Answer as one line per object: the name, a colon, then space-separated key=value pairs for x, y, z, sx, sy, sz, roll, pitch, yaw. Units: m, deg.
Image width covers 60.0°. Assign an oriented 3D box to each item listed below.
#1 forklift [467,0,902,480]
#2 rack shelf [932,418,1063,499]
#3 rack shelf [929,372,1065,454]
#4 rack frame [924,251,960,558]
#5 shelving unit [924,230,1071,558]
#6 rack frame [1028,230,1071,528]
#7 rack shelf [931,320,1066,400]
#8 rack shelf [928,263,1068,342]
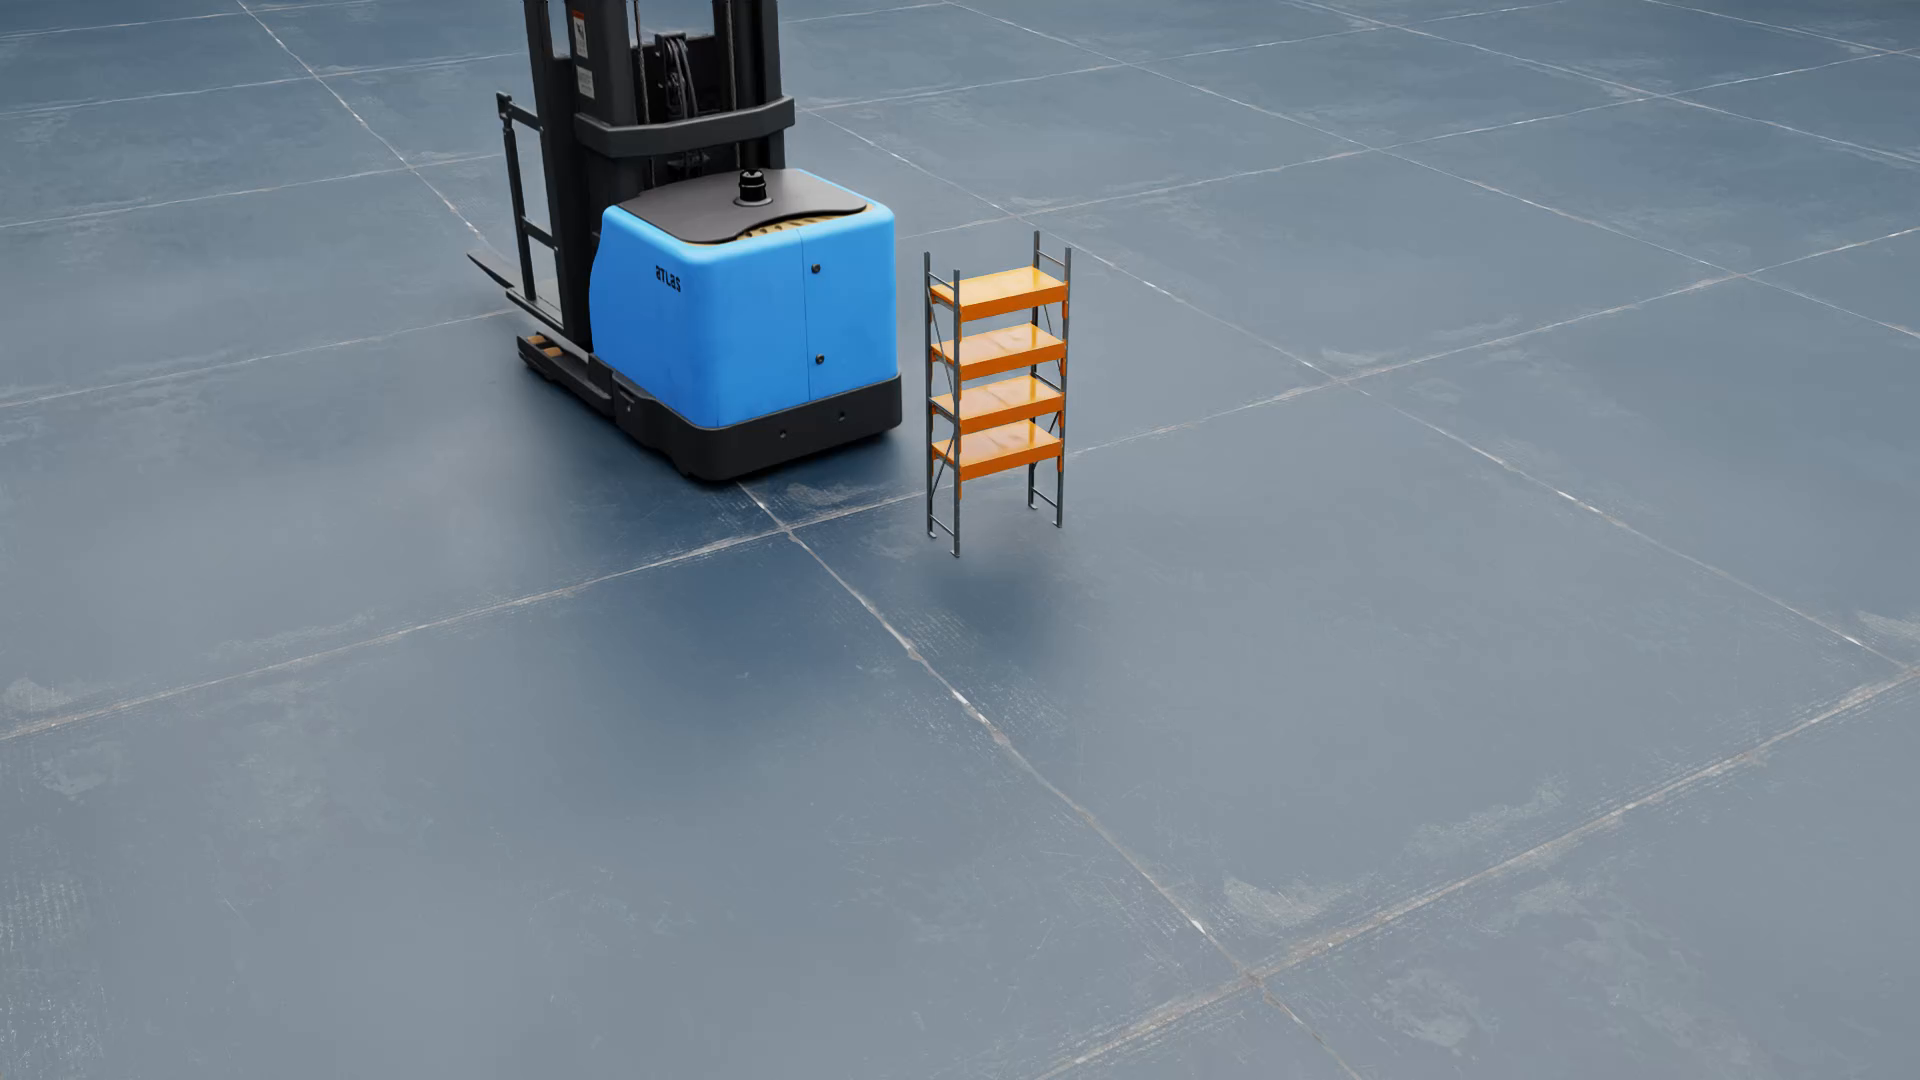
forklift: x=-1.547 y=-2.189 z=7.684 sx=1.130 sy=2.935 sz=3.031 roll=-20 pitch=35 yaw=-32
rack shelf: x=0.143 y=-0.333 z=6.662 sx=0.480 sy=0.148 sz=0.258 roll=-16 pitch=33 yaw=-26
rack shelf: x=0.143 y=-0.507 z=6.566 sx=0.480 sy=0.148 sz=0.258 roll=-16 pitch=33 yaw=-26
rack frame: x=-0.068 y=-0.506 z=6.425 sx=0.015 sy=1.200 sz=0.240 roll=-16 pitch=33 yaw=-26
shelving unit: x=0.143 y=-0.566 z=6.534 sx=0.503 sy=1.200 sz=0.258 roll=-16 pitch=33 yaw=-26
rack frame: x=0.353 y=-0.626 z=6.642 sx=0.015 sy=1.200 sz=0.240 roll=-16 pitch=33 yaw=-26
rack shelf: x=0.143 y=-0.703 z=6.458 sx=0.480 sy=0.148 sz=0.258 roll=-16 pitch=33 yaw=-26
rack shelf: x=0.143 y=-0.910 z=6.344 sx=0.480 sy=0.148 sz=0.258 roll=-16 pitch=33 yaw=-26
